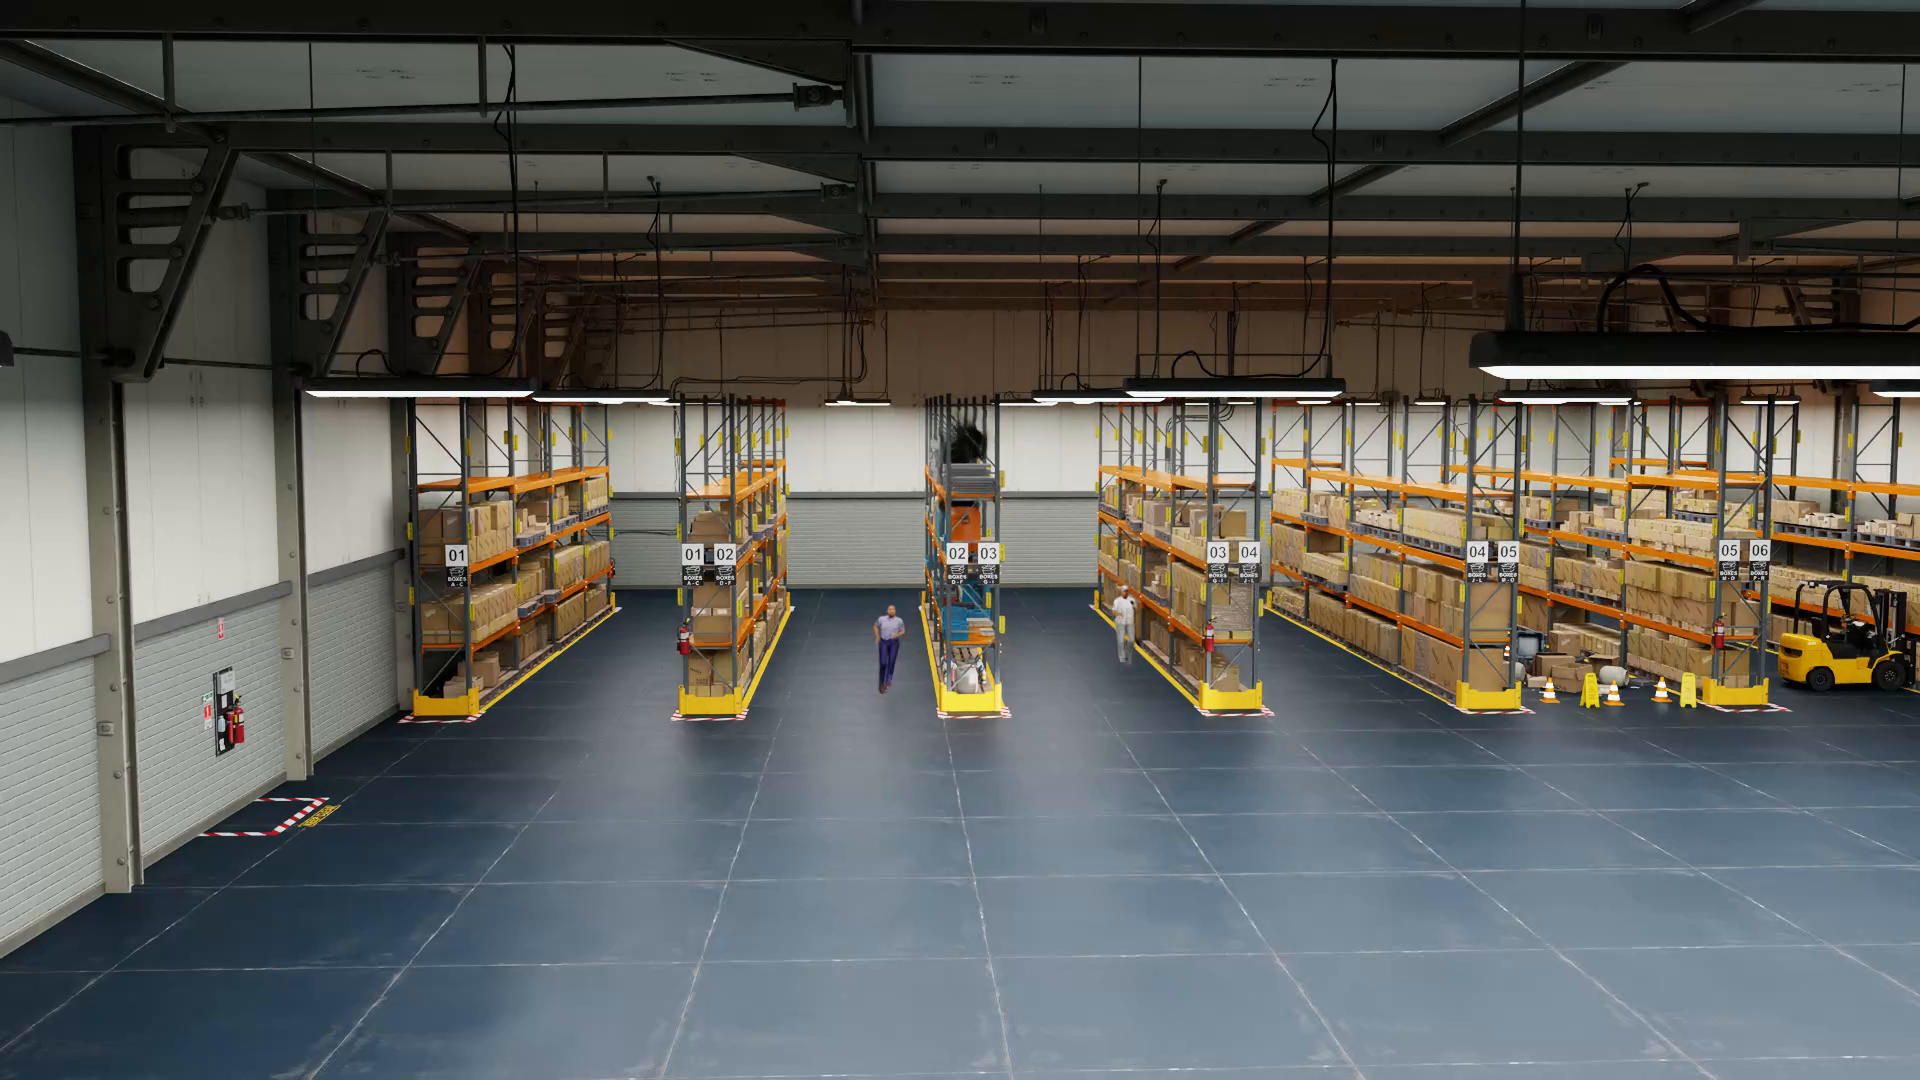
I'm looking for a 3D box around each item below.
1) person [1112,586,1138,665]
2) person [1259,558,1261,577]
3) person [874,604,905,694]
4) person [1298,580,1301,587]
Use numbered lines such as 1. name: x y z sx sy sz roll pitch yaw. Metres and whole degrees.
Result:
1. person: 3.547 1.834 35.512 0.591 1.711 0.576 0 5 -6
2. person: 8.582 1.003 48.973 0.572 1.692 0.823 -1 5 -10
3. person: -1.370 2.115 32.378 0.597 1.730 0.633 0 5 -5
4. person: 10.185 0.979 49.450 0.554 1.655 0.602 -2 5 -22
